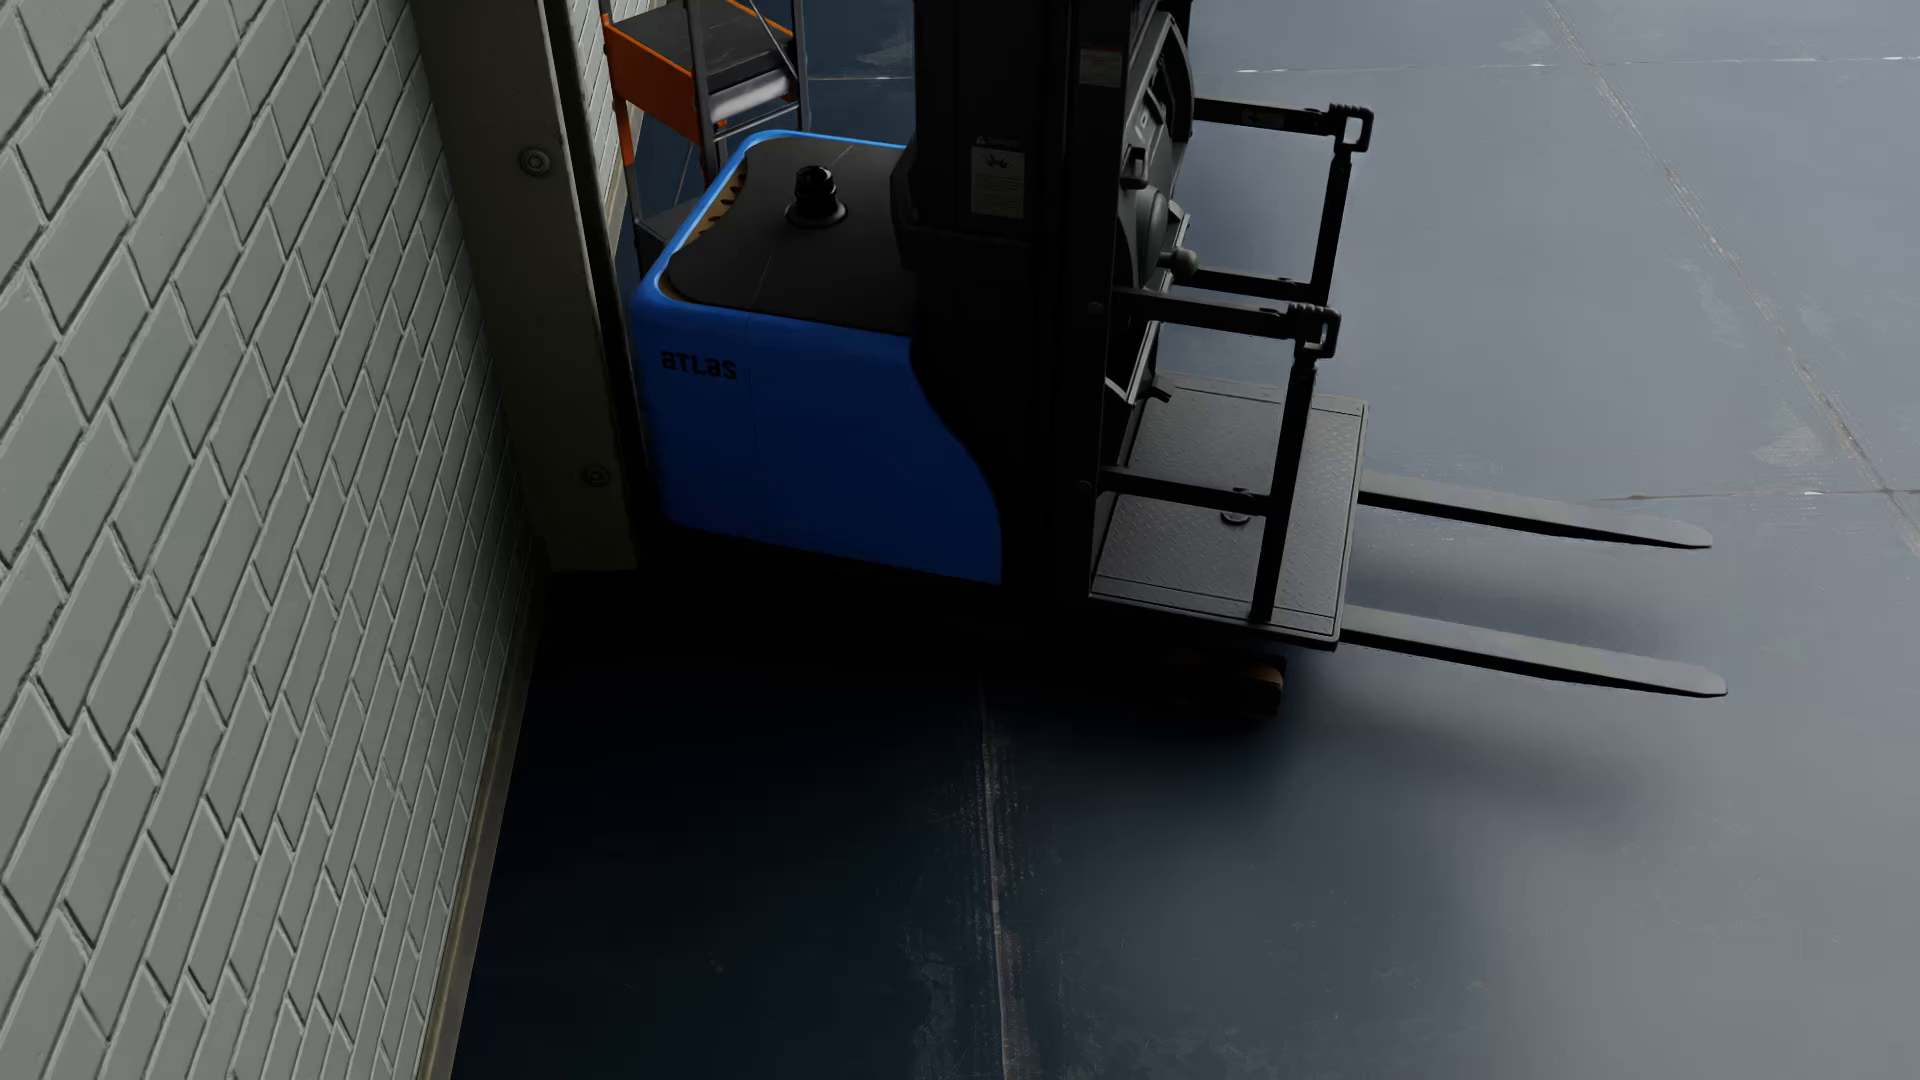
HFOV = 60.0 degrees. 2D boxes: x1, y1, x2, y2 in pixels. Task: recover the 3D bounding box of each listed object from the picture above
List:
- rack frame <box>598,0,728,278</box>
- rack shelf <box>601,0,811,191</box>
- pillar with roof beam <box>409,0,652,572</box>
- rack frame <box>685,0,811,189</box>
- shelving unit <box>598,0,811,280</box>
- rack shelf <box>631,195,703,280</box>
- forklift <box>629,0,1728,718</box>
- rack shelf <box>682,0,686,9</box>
[{"bbox_3d":[-0.951,-1.522,5.356,0.400,2.100,0.015,-32,51,-30],"label":"rack frame"},{"bbox_3d":[-0.787,-1.389,5.232,0.431,0.518,0.480,-32,51,-30],"label":"rack shelf"},{"bbox_3d":[3.147,-3.481,2.388,9.100,9.000,0.400,-2,43,-2],"label":"pillar with roof beam"},{"bbox_3d":[-0.623,-1.277,5.090,0.400,2.100,0.015,-32,51,-30],"label":"rack frame"},{"bbox_3d":[-0.787,-1.399,5.223,0.431,2.100,0.503,-32,51,-30],"label":"shelving unit"},{"bbox_3d":[-0.787,-0.873,5.705,0.431,0.518,0.480,-32,51,-30],"label":"rack shelf"},{"bbox_3d":[0.682,-0.978,4.148,3.031,2.935,1.130,10,43,11],"label":"forklift"},{"bbox_3d":[-0.787,-1.905,4.759,0.431,0.518,0.480,-32,51,-30],"label":"rack shelf"}]
